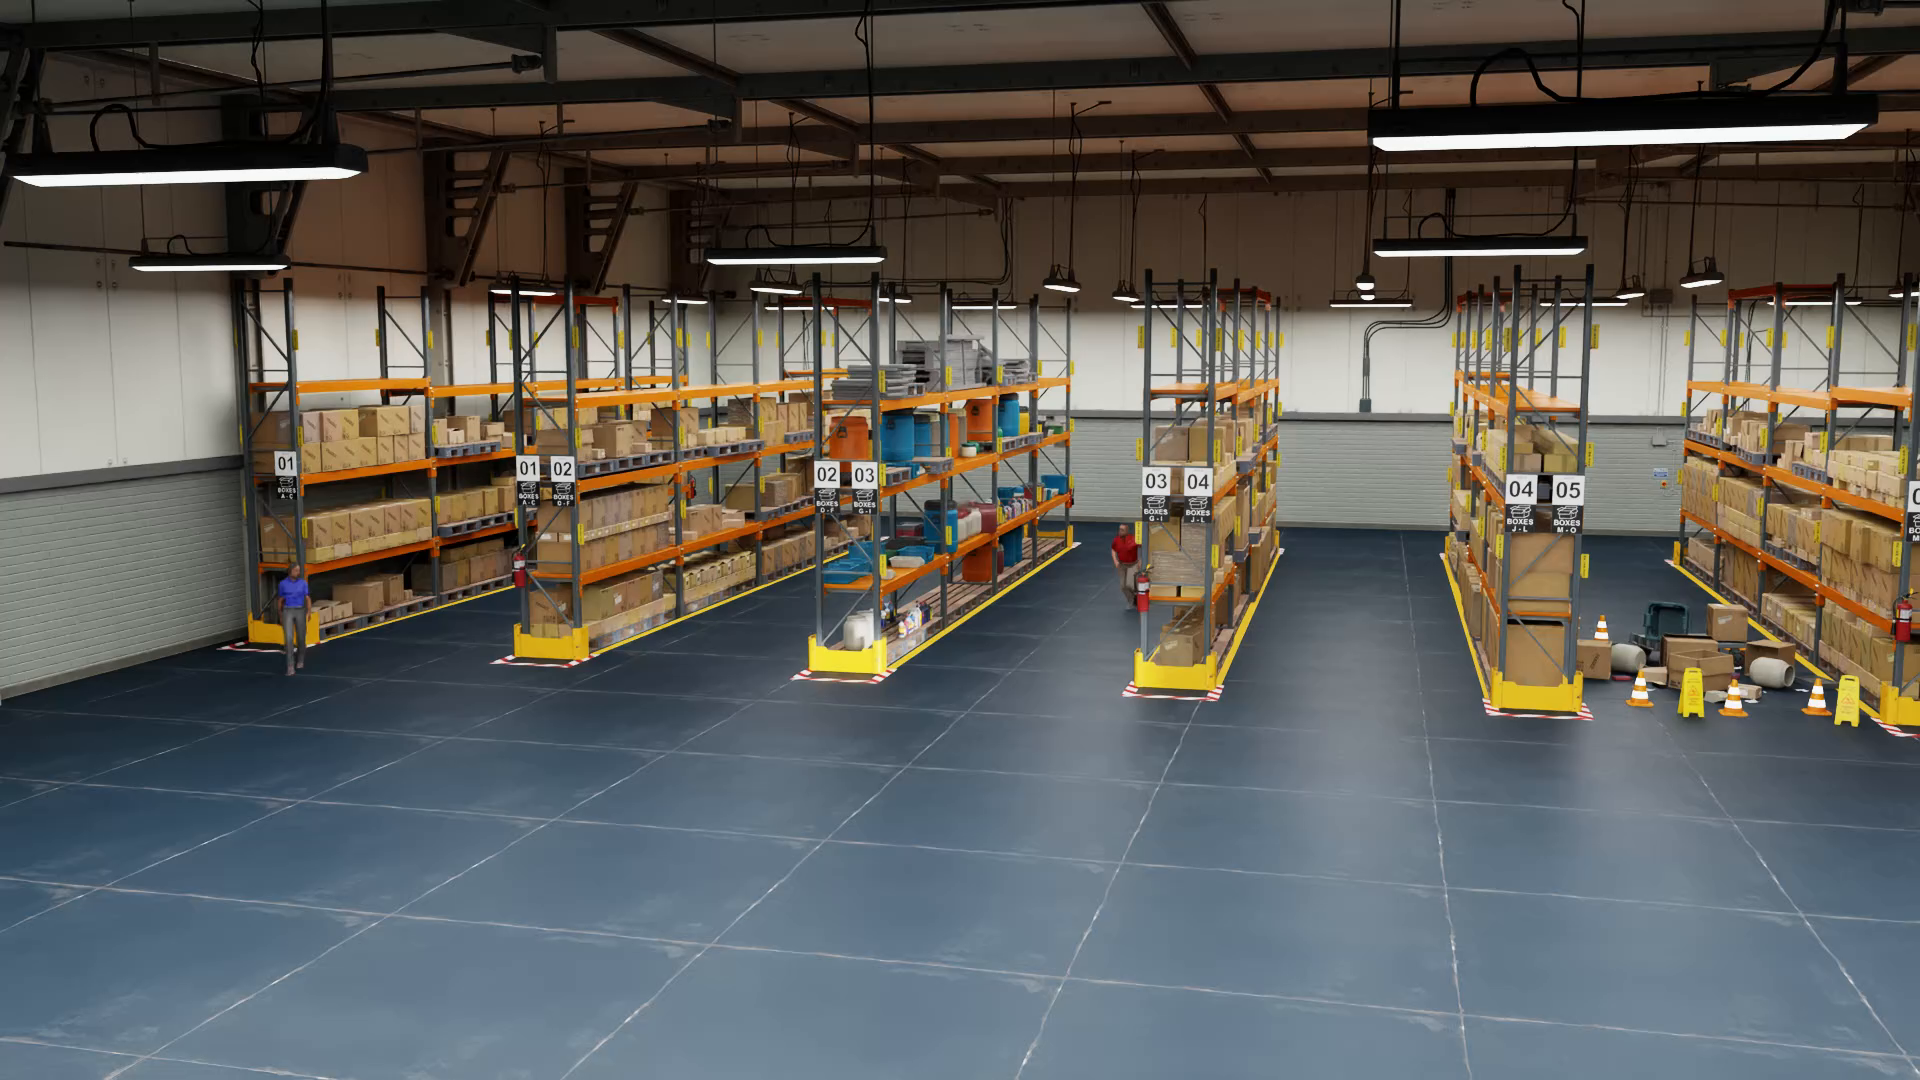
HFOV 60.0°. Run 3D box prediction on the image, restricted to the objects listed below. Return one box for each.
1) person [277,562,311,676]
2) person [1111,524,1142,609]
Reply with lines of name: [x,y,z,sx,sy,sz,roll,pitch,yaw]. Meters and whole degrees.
person: [-10.077,1.185,25.263,0.472,1.653,0.705,-4,8,-30]
person: [3.174,0.489,30.965,0.714,1.633,0.710,3,7,23]
